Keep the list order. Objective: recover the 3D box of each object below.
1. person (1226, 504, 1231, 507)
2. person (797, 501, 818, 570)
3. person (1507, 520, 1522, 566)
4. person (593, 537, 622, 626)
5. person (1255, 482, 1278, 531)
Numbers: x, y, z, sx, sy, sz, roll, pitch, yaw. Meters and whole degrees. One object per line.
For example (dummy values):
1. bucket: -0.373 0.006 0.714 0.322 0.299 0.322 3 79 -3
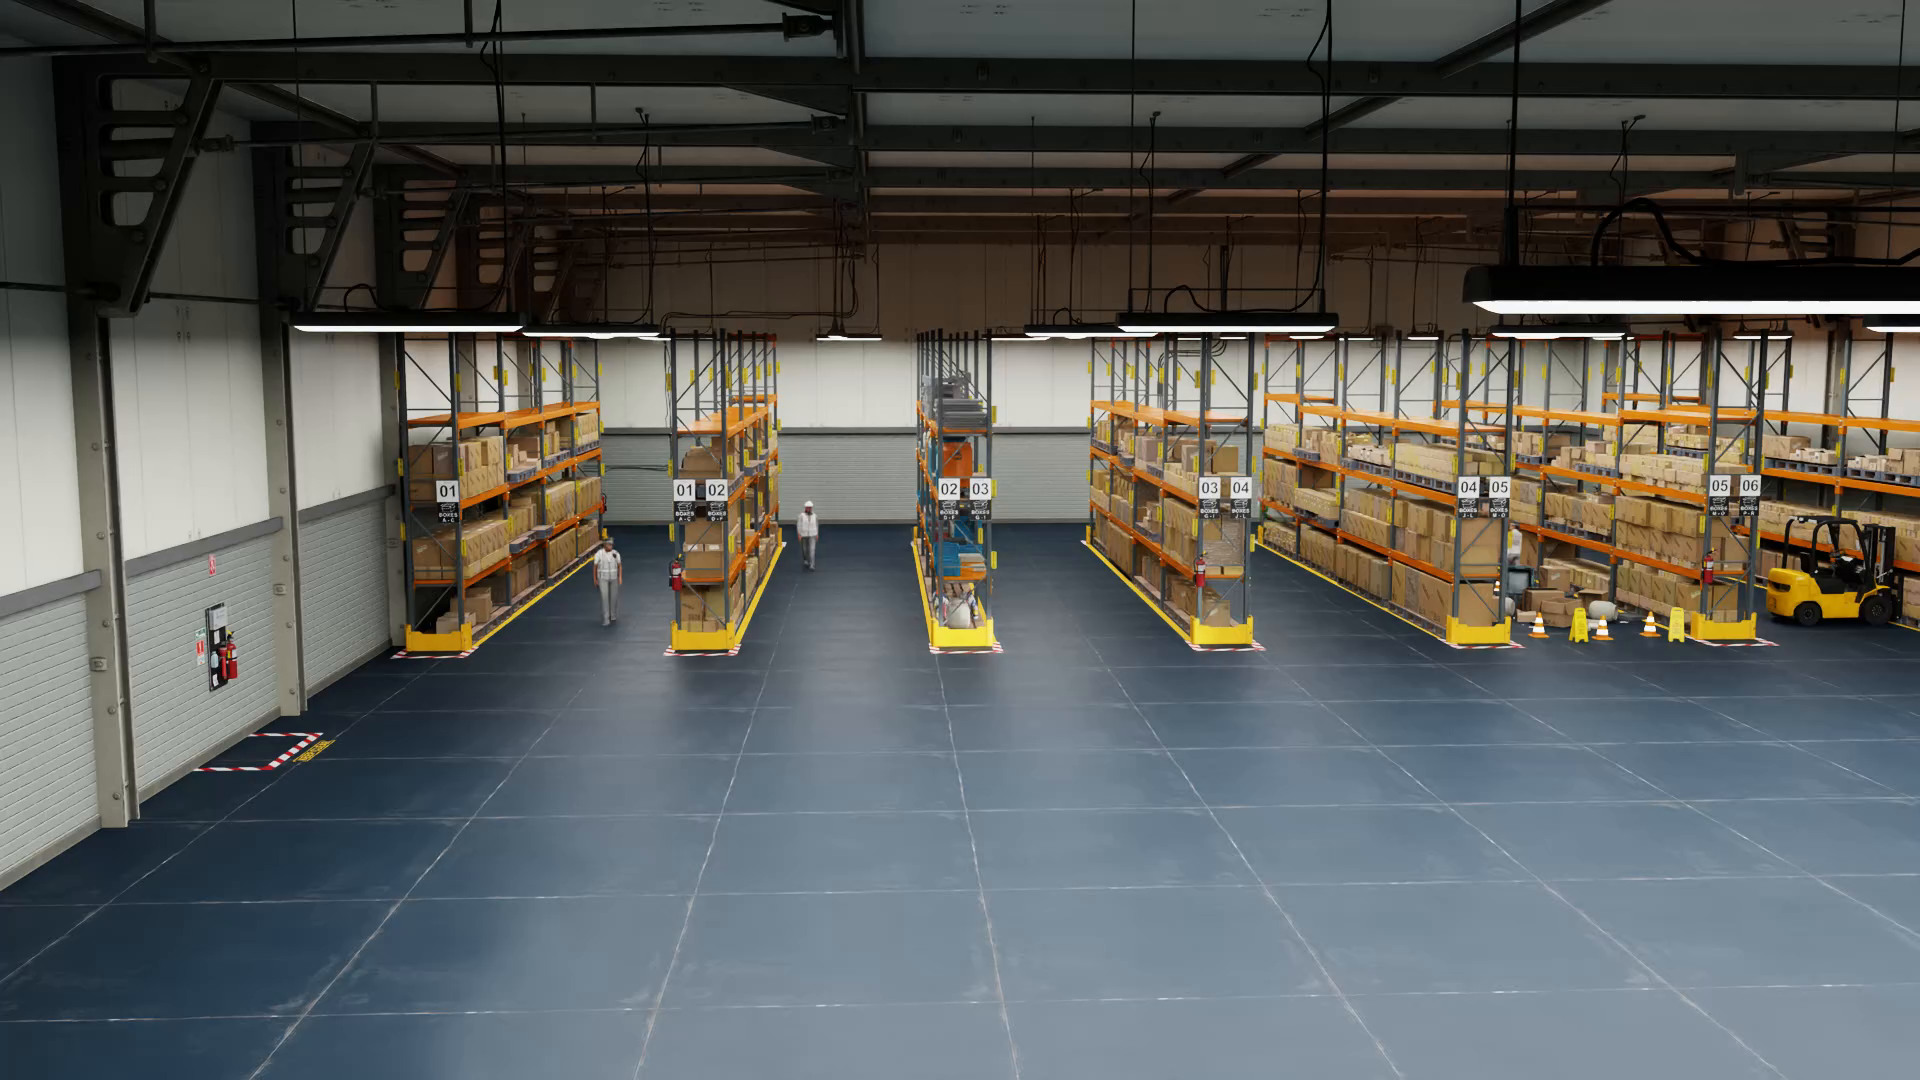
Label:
1. person: 7.643 -0.740 47.831 0.551 1.620 0.983 2 7 17
2. person: -3.886 -0.130 42.394 0.551 1.721 1.078 -1 7 -6
3. person: 12.780 0.407 38.333 0.506 1.712 0.482 -2 7 -19
4. person: -7.209 0.841 34.271 0.563 1.762 0.769 -3 8 -27
5. person: 9.356 -1.139 50.822 0.929 1.756 0.536 -3 7 -23
